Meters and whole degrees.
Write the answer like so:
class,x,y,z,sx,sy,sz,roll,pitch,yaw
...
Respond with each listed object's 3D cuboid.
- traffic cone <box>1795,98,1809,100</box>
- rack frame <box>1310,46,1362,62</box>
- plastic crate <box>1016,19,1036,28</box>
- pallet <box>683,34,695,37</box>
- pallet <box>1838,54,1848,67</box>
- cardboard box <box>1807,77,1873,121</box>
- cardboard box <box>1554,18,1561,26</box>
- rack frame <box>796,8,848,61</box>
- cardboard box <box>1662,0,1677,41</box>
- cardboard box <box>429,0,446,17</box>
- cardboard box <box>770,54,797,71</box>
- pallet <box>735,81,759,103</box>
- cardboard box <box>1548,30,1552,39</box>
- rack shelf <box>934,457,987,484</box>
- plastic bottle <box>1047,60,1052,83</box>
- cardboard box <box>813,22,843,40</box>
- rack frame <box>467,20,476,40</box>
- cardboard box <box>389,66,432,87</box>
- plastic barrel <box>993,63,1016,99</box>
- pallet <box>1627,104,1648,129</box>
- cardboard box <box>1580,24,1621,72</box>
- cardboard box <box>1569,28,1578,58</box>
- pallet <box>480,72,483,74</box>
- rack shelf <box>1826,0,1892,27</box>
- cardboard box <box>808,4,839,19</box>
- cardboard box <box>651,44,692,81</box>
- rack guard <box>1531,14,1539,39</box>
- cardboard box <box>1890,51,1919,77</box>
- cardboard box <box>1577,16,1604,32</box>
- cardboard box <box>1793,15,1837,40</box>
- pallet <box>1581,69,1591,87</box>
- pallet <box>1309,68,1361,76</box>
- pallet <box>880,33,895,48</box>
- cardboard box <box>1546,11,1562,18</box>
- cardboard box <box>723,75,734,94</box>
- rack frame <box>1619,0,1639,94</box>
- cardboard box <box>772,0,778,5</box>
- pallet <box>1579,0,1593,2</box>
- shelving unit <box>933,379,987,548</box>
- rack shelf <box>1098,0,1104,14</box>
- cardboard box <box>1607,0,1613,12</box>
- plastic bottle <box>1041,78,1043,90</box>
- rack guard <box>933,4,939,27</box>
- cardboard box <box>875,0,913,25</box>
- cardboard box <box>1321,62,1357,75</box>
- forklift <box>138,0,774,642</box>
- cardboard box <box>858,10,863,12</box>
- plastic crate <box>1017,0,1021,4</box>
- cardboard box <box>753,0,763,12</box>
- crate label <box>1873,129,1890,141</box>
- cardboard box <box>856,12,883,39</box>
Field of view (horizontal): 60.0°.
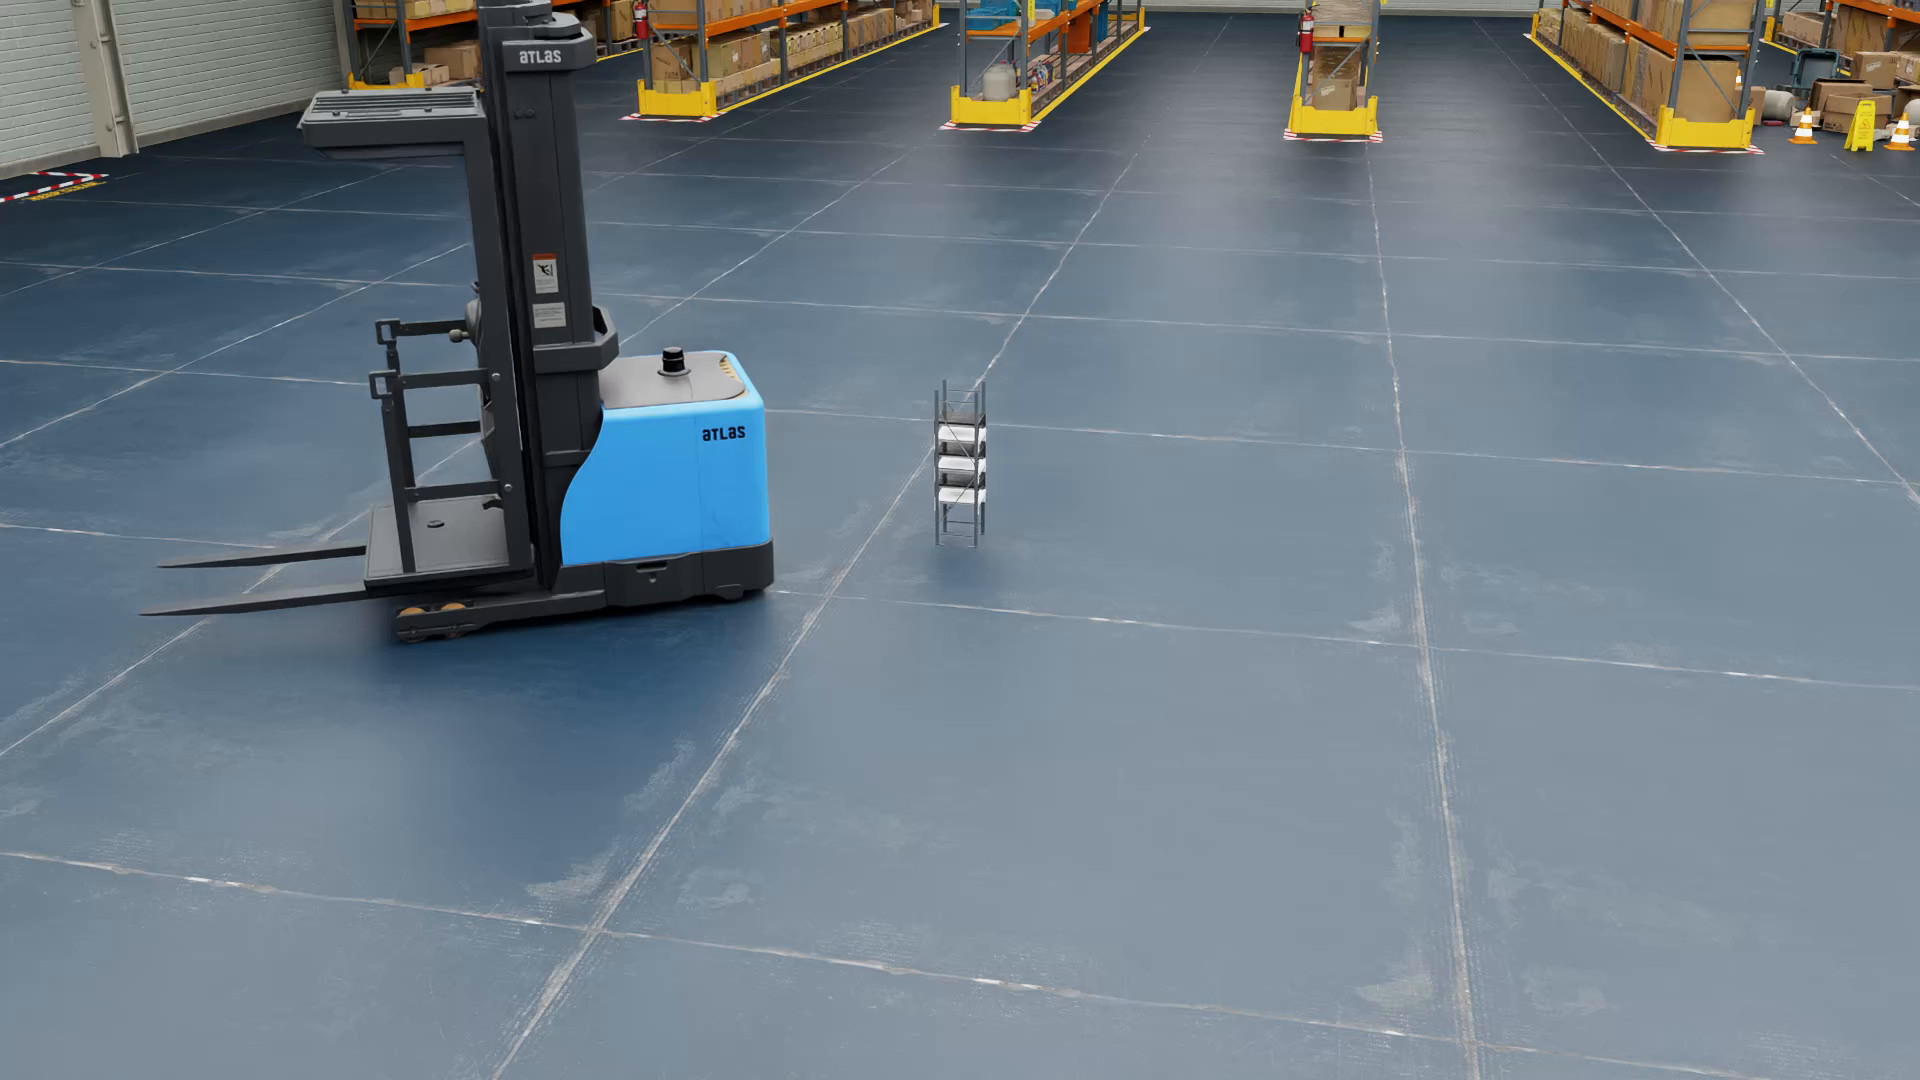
class,x,y,z,sx,sy,sz,roll,pitch,yaw
traffic cone,13.823,-7.508,27.375,0.336,0.463,0.334,4,22,11
rack frame,6.975,-10.160,30.566,1.000,3.000,0.127,4,22,11
plastic crate,0.991,-7.792,25.040,0.298,0.136,0.250,4,22,11
pallet,-6.525,-11.734,38.207,1.003,0.211,1.213,4,22,11
pallet,17.409,-9.286,32.128,1.003,0.211,1.213,4,22,11
cardboard box,13.106,-6.562,24.791,0.797,0.637,0.503,4,22,11
cardboard box,12.501,-10.694,34.350,0.380,0.149,0.250,4,22,10
rack frame,-2.723,-10.917,32.444,1.000,3.000,0.127,4,22,11
cardboard box,10.299,-7.231,23.092,0.875,0.550,0.550,4,22,11
cardboard box,-8.703,-8.652,26.995,0.500,0.250,0.500,4,22,9
cardboard box,-3.214,-8.502,29.567,0.500,0.250,0.500,4,22,10
pallet,-3.989,-7.425,27.507,1.003,0.211,1.213,4,22,11
cardboard box,12.583,-10.628,34.982,0.380,0.149,0.250,4,22,11
rack shelf,0.002,-0.389,9.205,0.258,0.077,0.200,4,22,11
plastic bottle,1.460,-7.793,27.644,0.144,0.351,0.185,4,22,9
cardboard box,-2.588,-9.886,32.252,0.500,0.311,0.500,5,22,12
rack frame,-8.389,-9.830,29.746,1.000,3.000,0.127,4,22,11
cardboard box,-8.976,-7.570,27.145,0.500,0.311,0.500,2,22,5
plastic barrel,0.655,-7.083,25.692,0.421,0.512,0.421,0,22,0
pallet,10.515,-6.269,24.637,1.003,0.211,1.213,4,22,11
cardboard box,11.597,-8.680,29.341,1.050,0.750,0.750,4,22,10
cardboard box,11.890,-9.425,31.525,0.500,0.500,0.500,3,22,9
pallet,-8.491,-8.288,29.651,1.003,0.211,1.213,4,22,11
rack shelf,17.084,-9.802,30.641,1.077,0.370,4.000,4,22,11
cardboard box,-2.754,-10.690,33.635,0.500,0.250,0.500,5,23,13
cardboard box,-4.537,-7.477,26.018,0.500,0.500,0.500,4,22,11
rack guard,13.426,-11.484,37.198,1.175,0.500,0.348,4,22,11
cardboard box,16.551,-8.175,28.591,0.950,0.372,0.625,3,22,7
cardboard box,11.785,-9.584,30.915,0.500,0.250,0.500,5,22,12
cardboard box,18.093,-10.752,34.904,0.875,0.438,0.875,5,22,12
pallet,11.575,-8.169,29.354,1.003,0.211,1.213,4,22,11
pallet,6.563,-8.136,29.273,1.003,0.211,1.213,4,22,11
pallet,-2.035,-10.786,35.852,1.003,0.211,1.213,4,22,11
cardboard box,12.918,-11.364,36.013,0.380,0.149,0.250,3,22,8
cardboard box,-3.929,-7.273,26.514,0.500,0.250,0.500,4,22,11
rack frame,10.993,-8.282,25.903,1.000,3.000,0.127,4,22,11
cardboard box,-3.481,-9.568,29.295,0.500,0.250,0.500,6,23,14
pallet,11.851,-9.925,30.238,1.213,0.211,1.003,4,22,11
shelving unit,0.002,-0.420,9.193,0.258,0.900,0.210,4,22,11
rack shelf,2.534,-10.935,33.454,1.077,0.370,4.000,4,22,11
cardboard box,11.146,-9.095,27.788,0.500,0.500,0.500,4,22,10
plastic bottle,1.279,-7.355,26.759,0.097,0.201,0.097,0,22,0
rack guard,-1.106,-12.655,40.107,1.175,0.500,0.348,4,22,11
cardboard box,-1.528,-12.113,38.168,0.797,0.503,0.637,4,22,11
cardboard box,5.878,-7.146,25.866,0.500,0.500,0.500,2,22,6
forklift,-2.539,-1.080,8.111,3.031,2.935,1.130,-6,23,-15
cardboard box,-2.342,-11.070,35.582,0.500,0.500,0.500,5,22,12
plastic crate,1.078,-8.864,27.431,0.767,0.338,0.504,4,22,11
cardboard box,-3.724,-9.144,27.909,0.700,0.500,0.500,4,22,10
crate label,12.812,-5.659,23.222,0.250,0.136,0.298,-7,23,-17
cardboard box,-1.938,-10.858,35.056,0.500,0.500,0.500,5,22,12
